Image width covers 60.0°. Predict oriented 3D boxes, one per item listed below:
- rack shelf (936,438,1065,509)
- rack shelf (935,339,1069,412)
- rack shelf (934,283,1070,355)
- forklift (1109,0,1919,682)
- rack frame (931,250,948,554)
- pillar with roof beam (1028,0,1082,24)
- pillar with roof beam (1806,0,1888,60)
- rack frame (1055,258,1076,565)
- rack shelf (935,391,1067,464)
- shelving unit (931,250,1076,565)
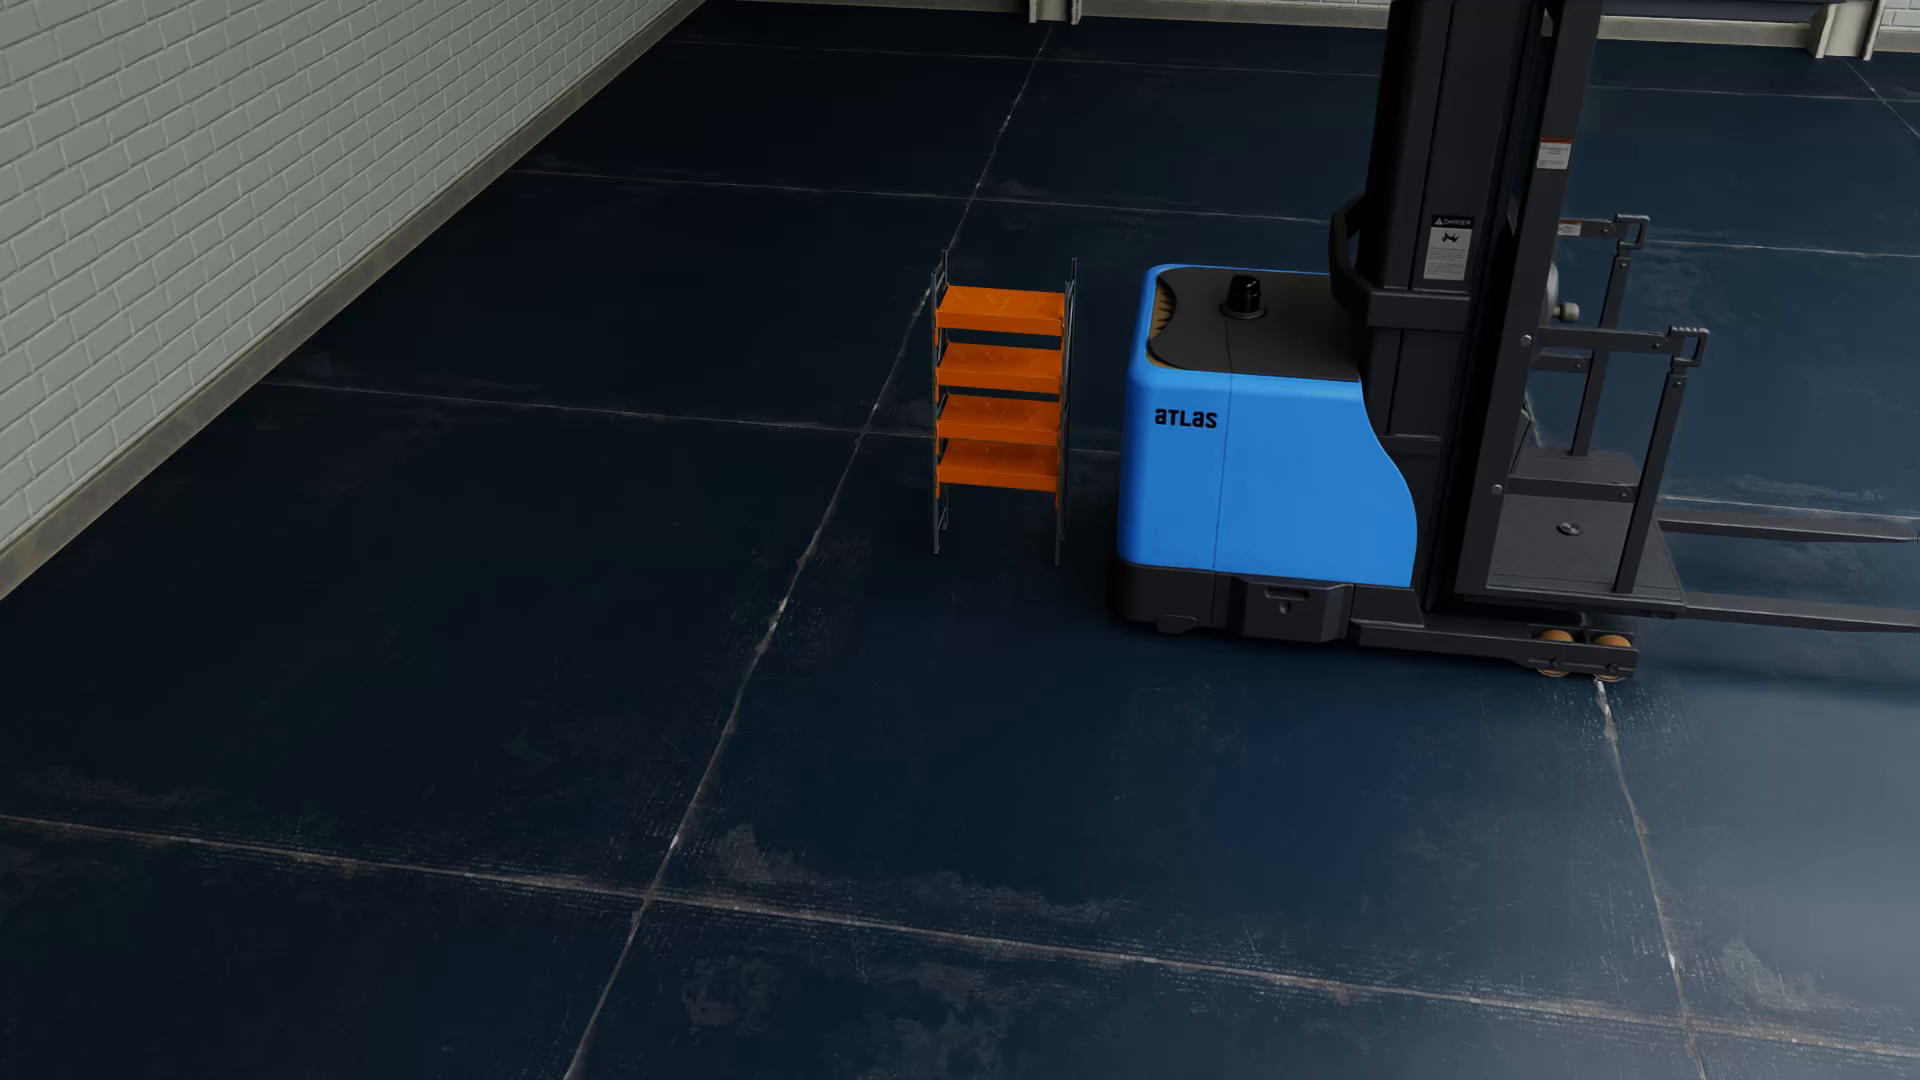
[{"bbox_3d":[0.163,-0.268,6.549,0.480,0.148,0.258,5,32,8],"label":"rack shelf"},{"bbox_3d":[0.163,-0.626,6.325,0.480,0.148,0.258,5,32,8],"label":"rack shelf"},{"bbox_3d":[0.163,-0.827,6.200,0.480,0.148,0.258,5,32,8],"label":"rack shelf"},{"bbox_3d":[2.122,-1.040,5.649,3.031,2.935,1.130,5,32,8],"label":"forklift"},{"bbox_3d":[-0.077,-0.516,6.443,0.015,1.200,0.240,5,32,8],"label":"rack frame"},{"bbox_3d":[0.050,-5.809,7.549,0.400,9.000,9.100,5,32,8],"label":"pillar with roof beam"},{"bbox_3d":[5.964,-5.274,6.694,0.400,9.000,9.100,5,32,8],"label":"pillar with roof beam"},{"bbox_3d":[0.404,-0.472,6.373,0.015,1.200,0.240,5,32,8],"label":"rack frame"},{"bbox_3d":[0.163,-0.437,6.444,0.480,0.148,0.258,5,32,8],"label":"rack shelf"},{"bbox_3d":[0.163,-0.494,6.408,0.503,1.200,0.258,5,32,8],"label":"shelving unit"}]
